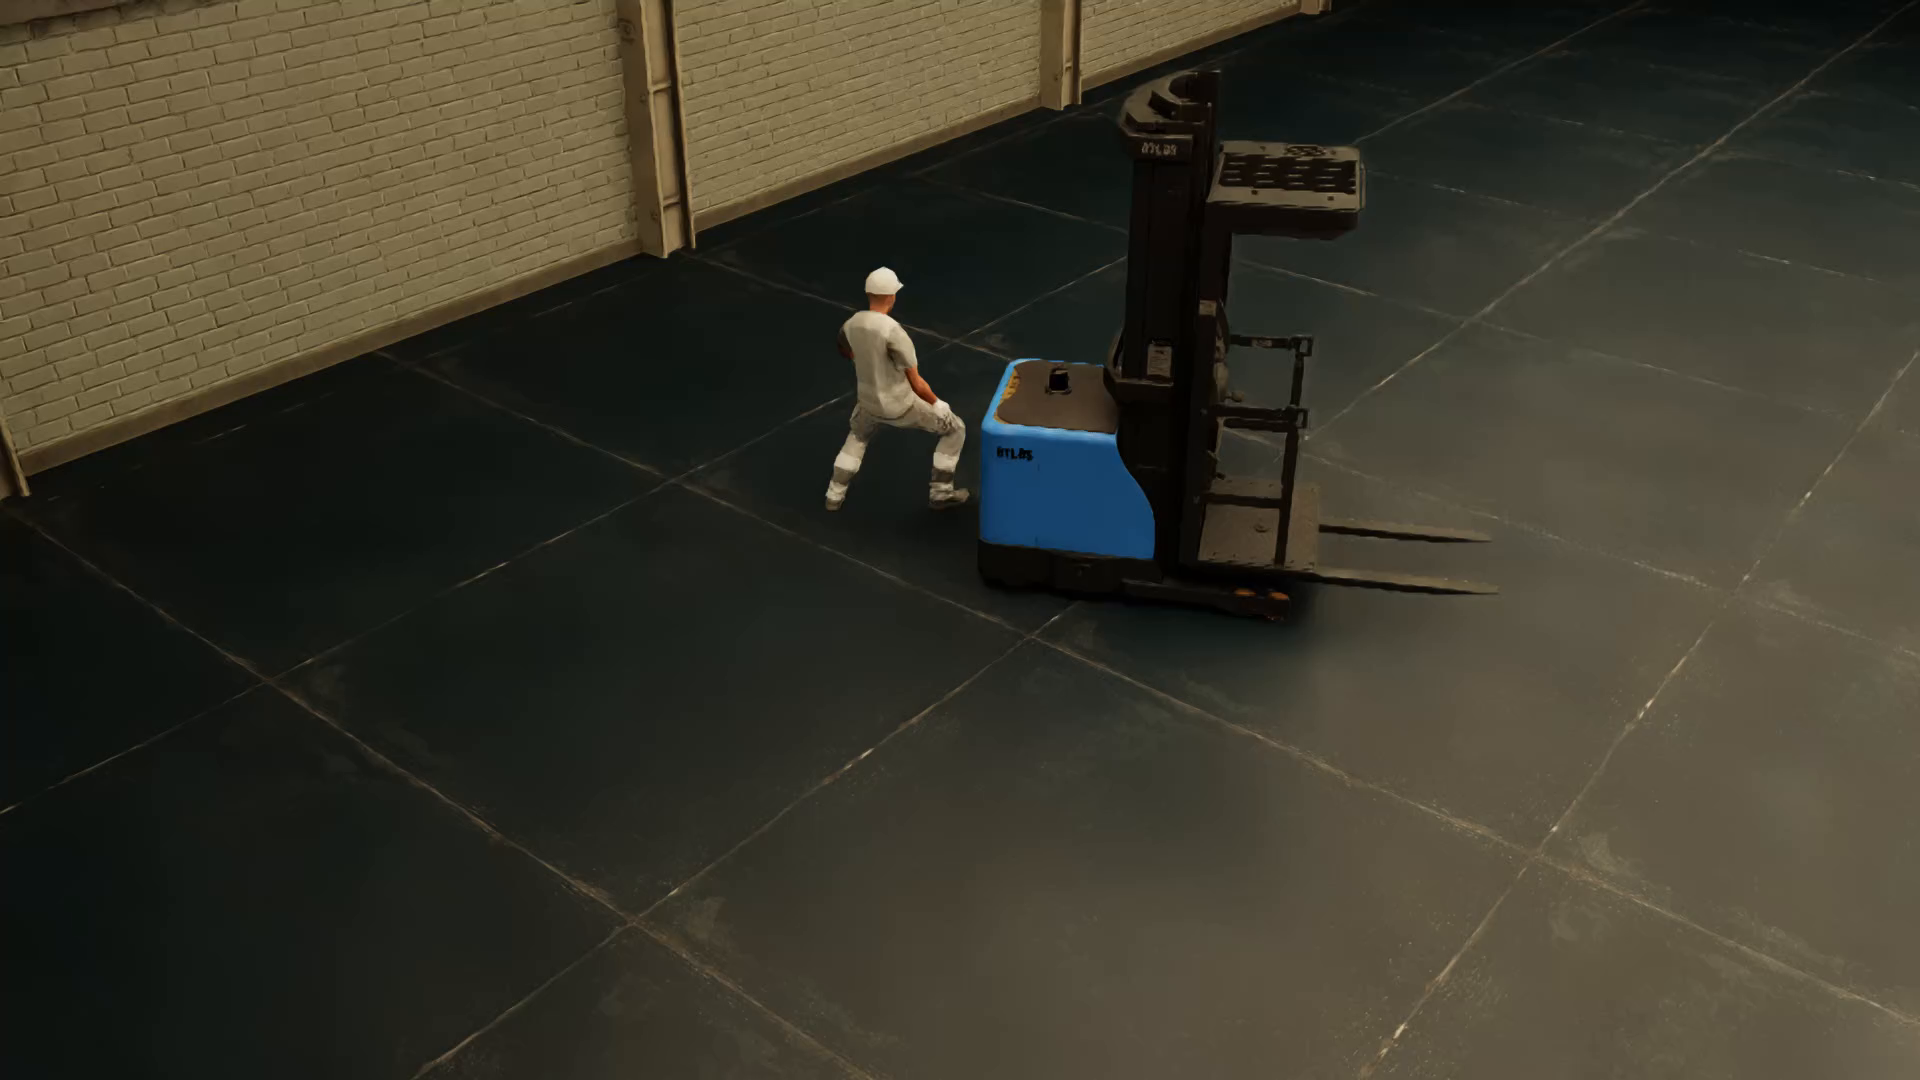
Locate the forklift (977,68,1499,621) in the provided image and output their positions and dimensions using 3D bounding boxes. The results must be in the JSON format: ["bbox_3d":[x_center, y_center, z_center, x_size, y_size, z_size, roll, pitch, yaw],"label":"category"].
[{"bbox_3d":[1.675,-1.089,9.458,3.031,2.935,1.130,6,31,10],"label":"forklift"}]

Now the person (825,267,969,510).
[{"bbox_3d":[-0.469,-0.939,10.513,0.996,1.643,0.703,26,39,37],"label":"person"}]
